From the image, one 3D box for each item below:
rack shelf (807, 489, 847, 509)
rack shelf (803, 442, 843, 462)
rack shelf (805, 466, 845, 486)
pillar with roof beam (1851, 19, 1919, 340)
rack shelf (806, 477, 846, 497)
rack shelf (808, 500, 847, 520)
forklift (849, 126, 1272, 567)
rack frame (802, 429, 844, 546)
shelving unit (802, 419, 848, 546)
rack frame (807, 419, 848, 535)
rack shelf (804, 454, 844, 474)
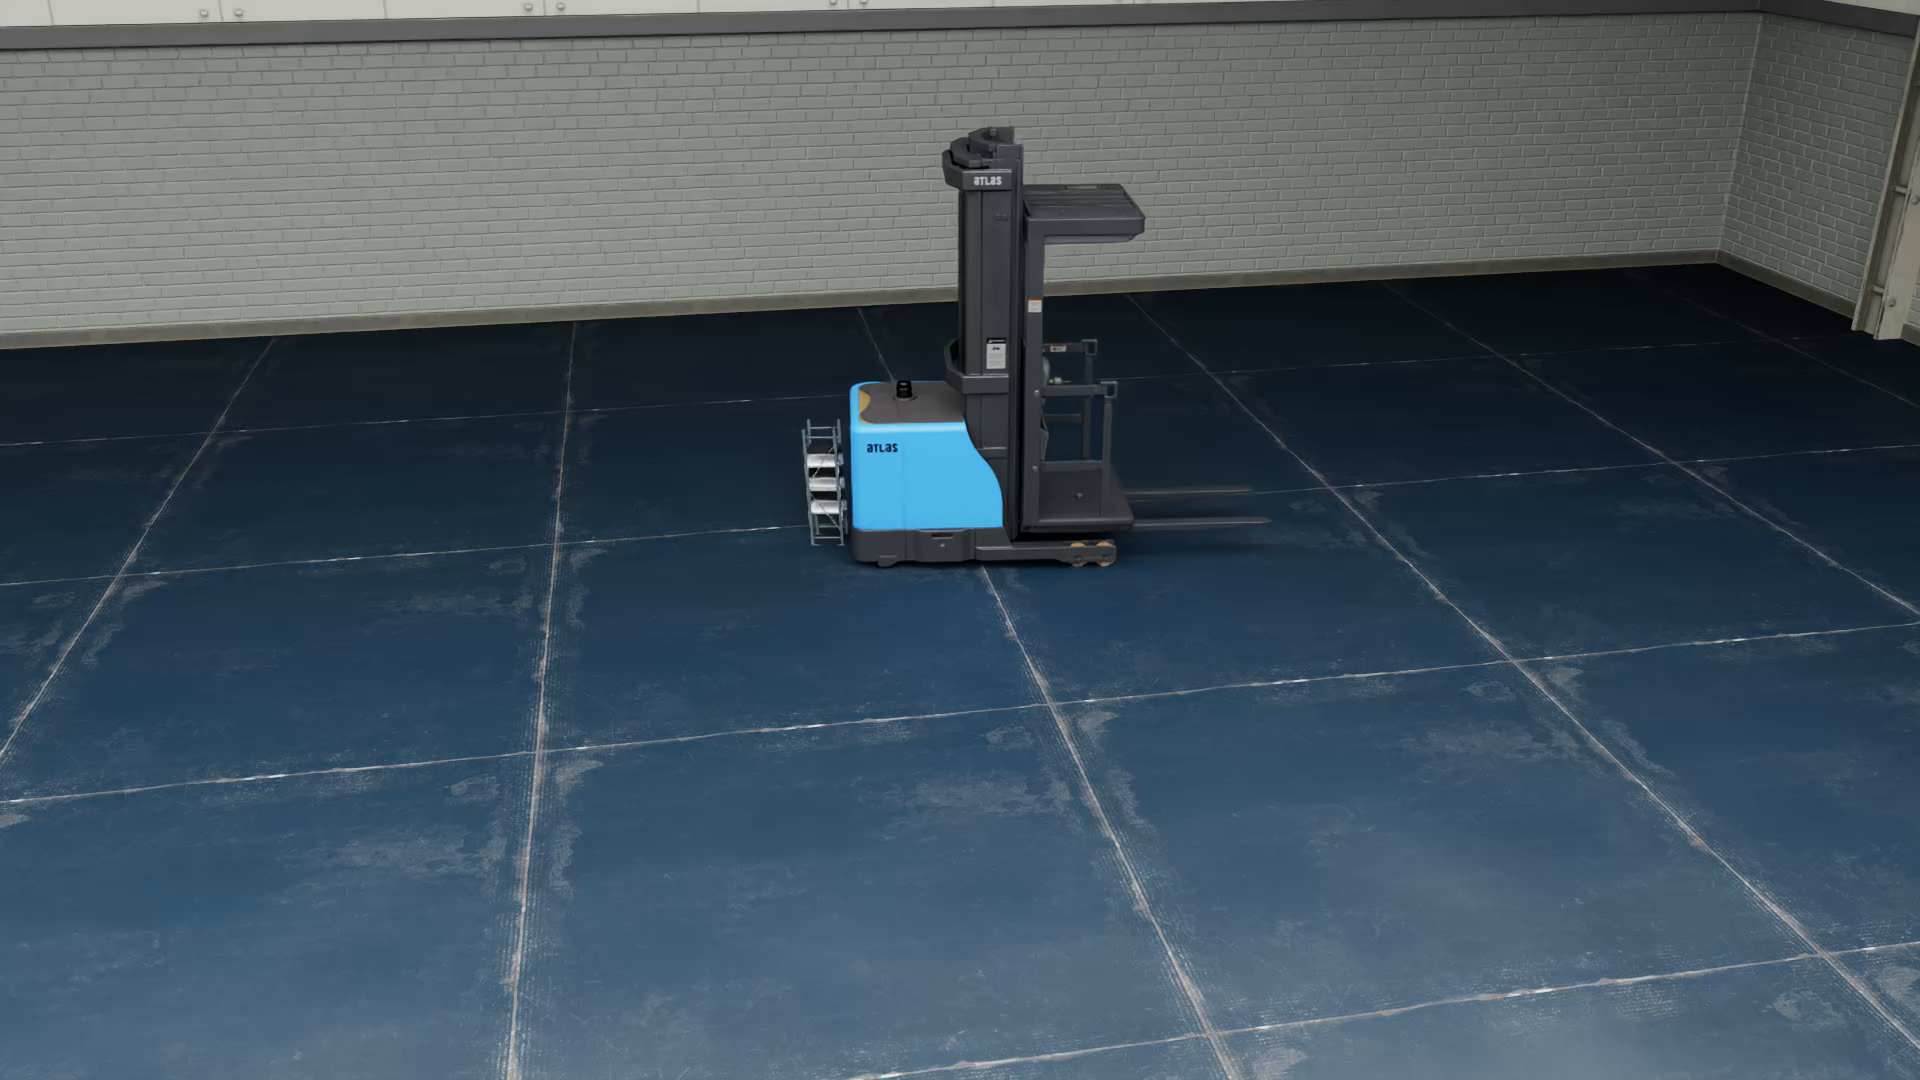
[{"bbox_3d":[-0.969,-0.301,12.108,0.258,0.077,0.200,0,23,6],"label":"rack shelf"},{"bbox_3d":[-0.984,-0.631,11.966,0.258,0.077,0.200,0,23,6],"label":"rack shelf"},{"bbox_3d":[-0.977,-0.466,12.037,0.258,0.077,0.200,0,23,6],"label":"rack shelf"},{"bbox_3d":[5.206,-5.932,14.588,9.100,9.000,0.400,-4,24,-10],"label":"pillar with roof beam"},{"bbox_3d":[-0.973,-0.383,12.072,0.258,0.077,0.200,0,23,6],"label":"rack shelf"},{"bbox_3d":[-0.965,-0.218,12.143,0.258,0.077,0.200,0,23,6],"label":"rack shelf"},{"bbox_3d":[0.718,-1.367,11.718,3.031,2.935,1.130,-1,24,-3],"label":"forklift"},{"bbox_3d":[-0.984,-0.374,11.966,0.240,0.900,0.006,0,23,6],"label":"rack frame"},{"bbox_3d":[-0.974,-0.414,12.059,0.258,0.900,0.210,0,23,6],"label":"shelving unit"},{"bbox_3d":[-0.964,-0.454,12.152,0.240,0.900,0.006,0,23,6],"label":"rack frame"},{"bbox_3d":[-0.981,-0.549,12.001,0.258,0.077,0.200,0,23,6],"label":"rack shelf"}]
